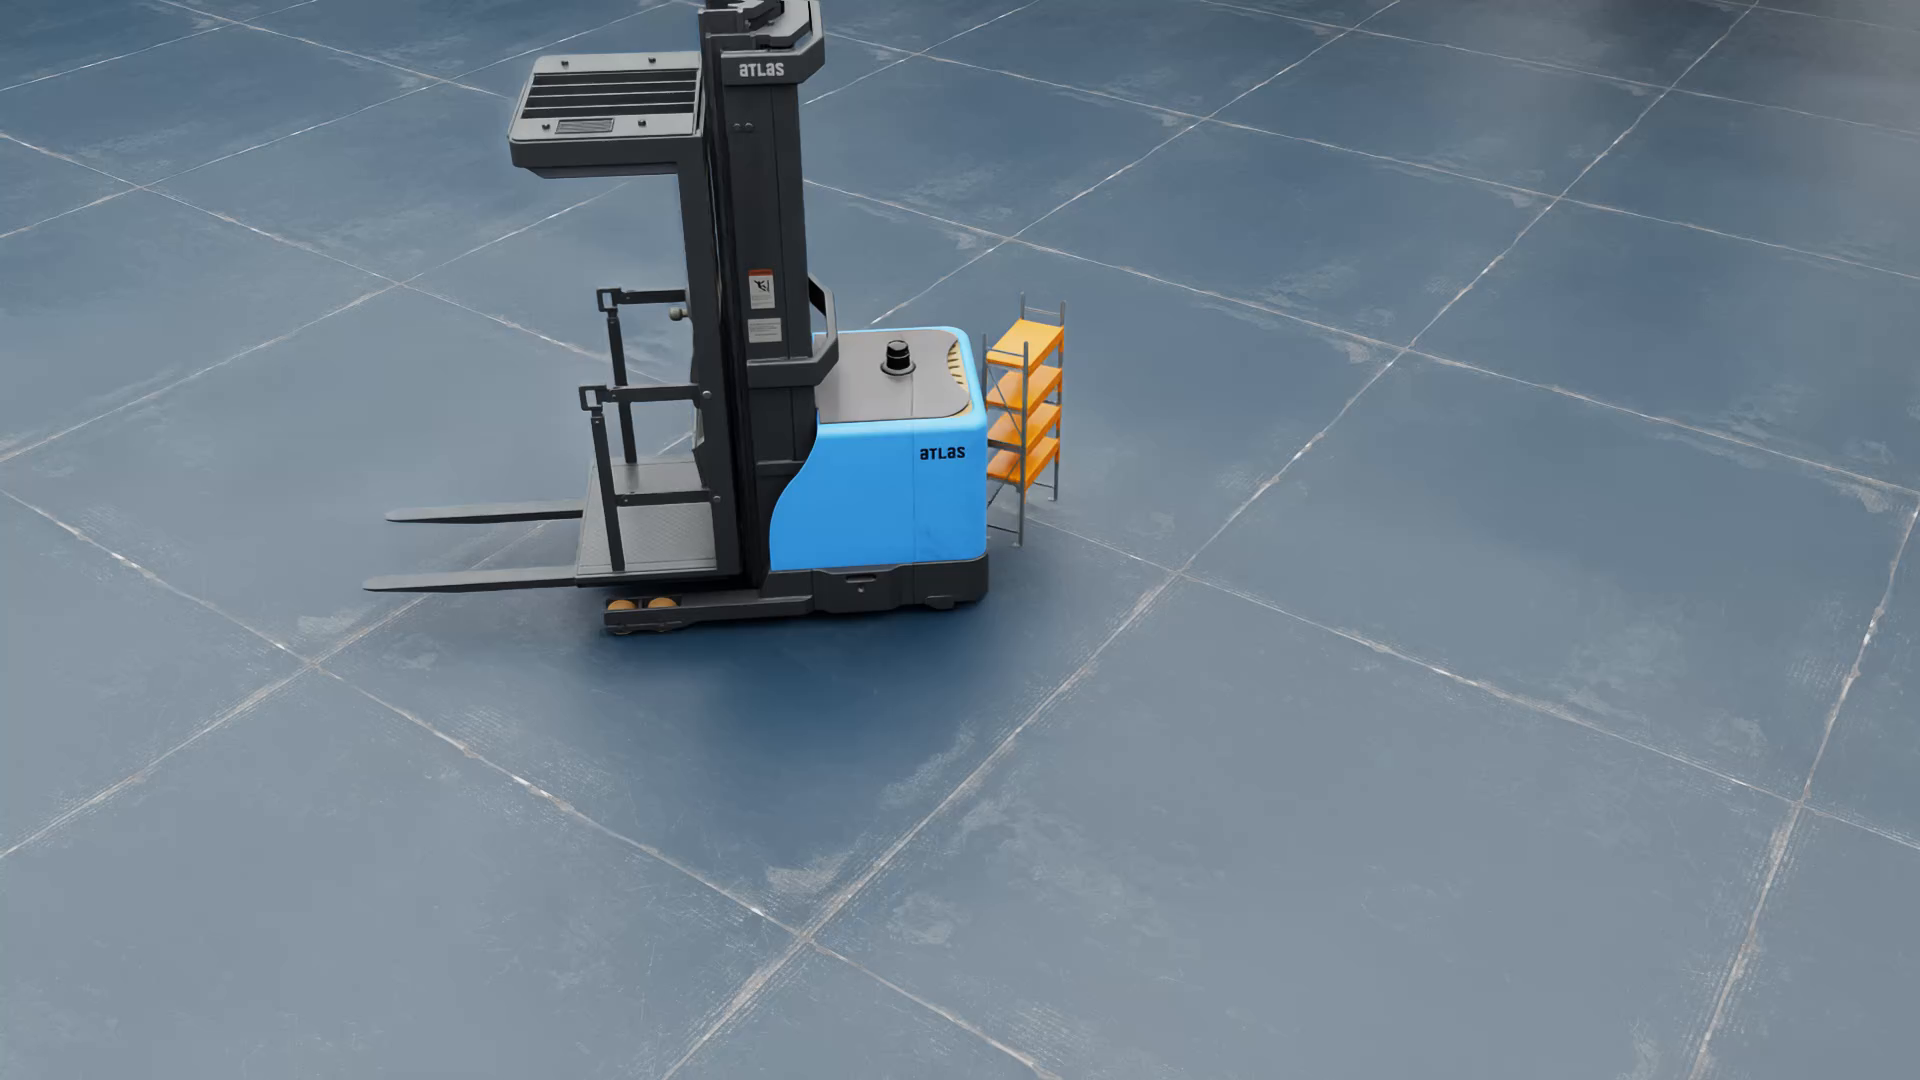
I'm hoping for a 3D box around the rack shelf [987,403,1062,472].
[{"bbox_3d":[0.320,-0.556,8.621,0.258,0.148,0.480,14,37,20],"label":"rack shelf"}]

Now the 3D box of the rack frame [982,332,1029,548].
[{"bbox_3d":[0.220,-0.487,8.399,0.240,1.200,0.015,14,37,20],"label":"rack frame"}]

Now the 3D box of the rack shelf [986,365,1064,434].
[{"bbox_3d":[0.320,-0.741,8.496,0.258,0.148,0.480,14,37,20],"label":"rack shelf"}]

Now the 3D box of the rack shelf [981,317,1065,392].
[{"bbox_3d":[0.320,-0.937,8.363,0.258,0.148,0.480,14,37,20],"label":"rack shelf"}]

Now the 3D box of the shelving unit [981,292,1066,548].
[{"bbox_3d":[0.320,-0.611,8.583,0.258,1.200,0.503,14,37,20],"label":"shelving unit"}]

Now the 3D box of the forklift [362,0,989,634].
[{"bbox_3d":[-1.409,-1.068,7.713,3.031,2.935,1.130,-3,34,-5],"label":"forklift"}]

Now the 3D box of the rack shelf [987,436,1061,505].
[{"bbox_3d":[0.320,-0.391,8.732,0.258,0.148,0.480,14,37,20],"label":"rack shelf"}]

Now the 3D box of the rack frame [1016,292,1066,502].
[{"bbox_3d":[0.421,-0.736,8.767,0.240,1.200,0.015,14,37,20],"label":"rack frame"}]
